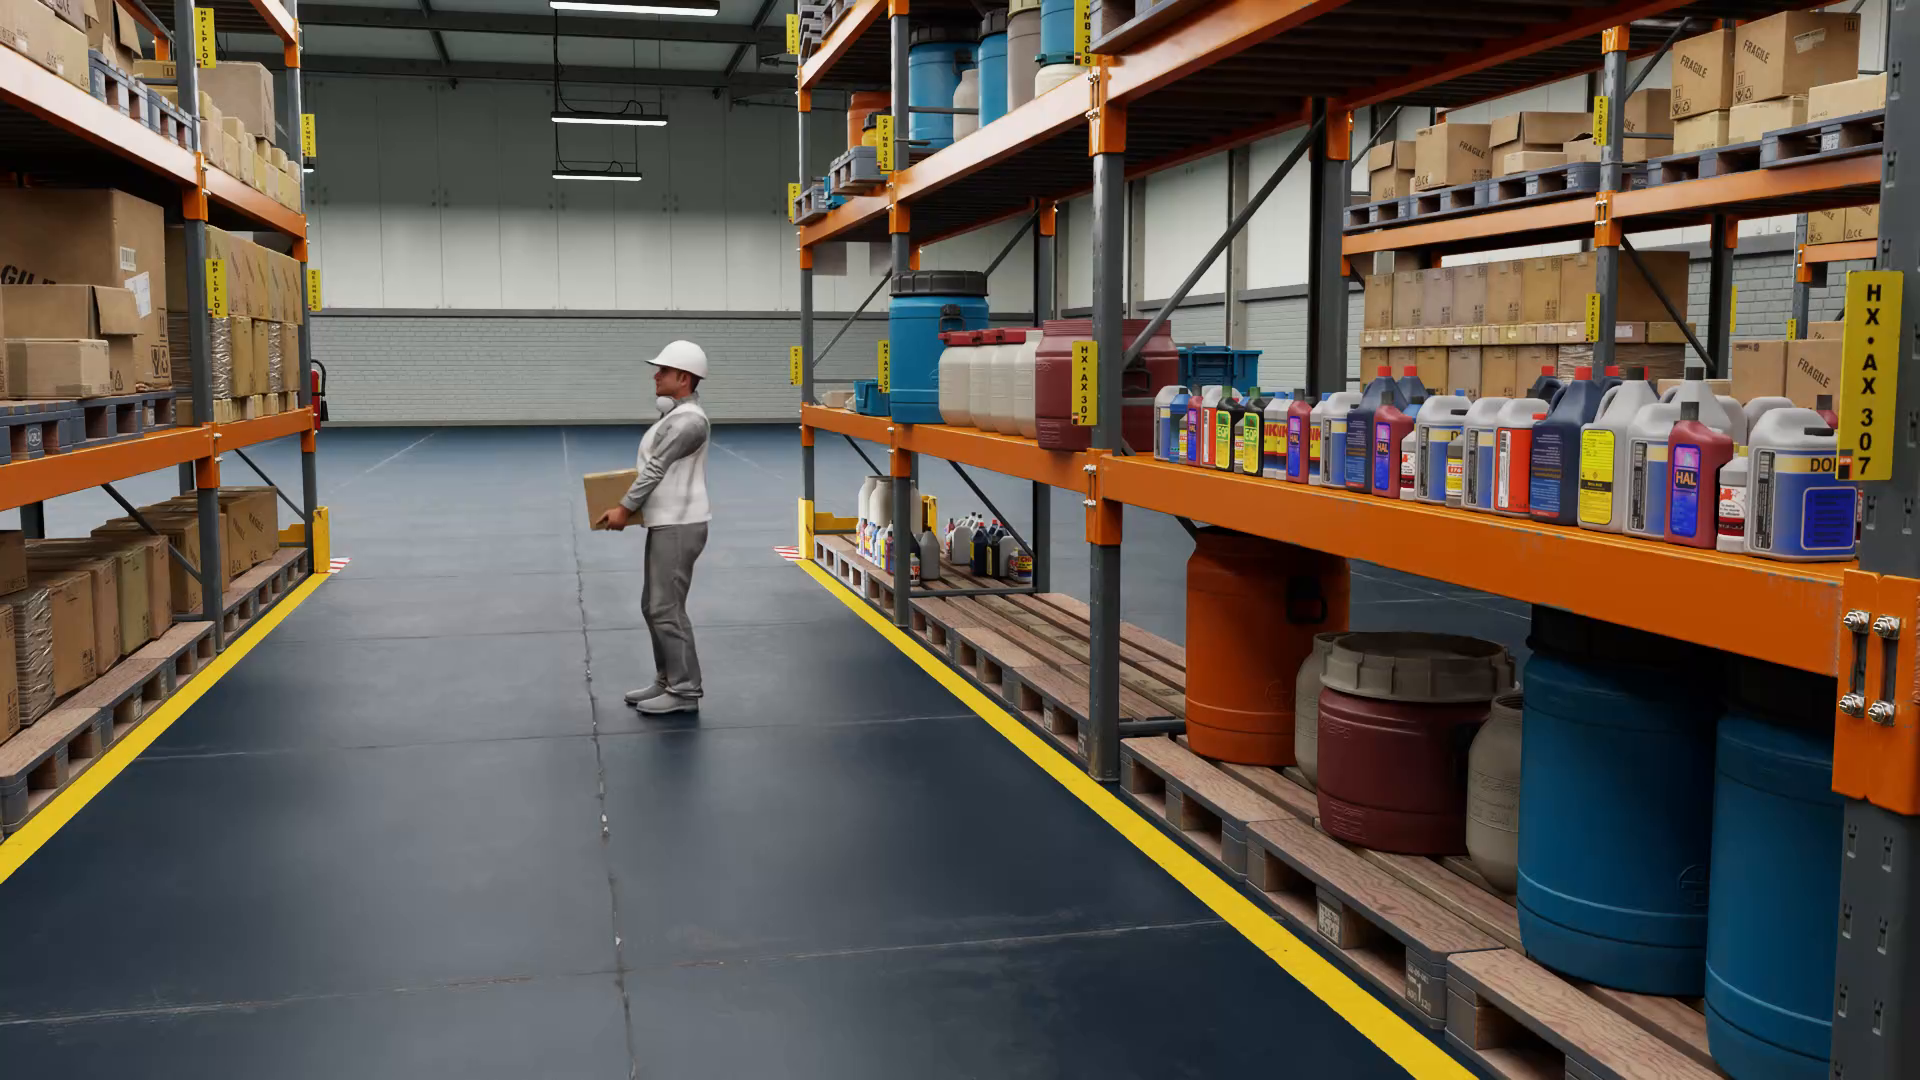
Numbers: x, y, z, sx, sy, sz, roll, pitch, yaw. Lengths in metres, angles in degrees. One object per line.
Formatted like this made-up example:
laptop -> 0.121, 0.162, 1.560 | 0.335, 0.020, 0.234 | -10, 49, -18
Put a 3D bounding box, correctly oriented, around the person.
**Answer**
person -> -1.464, -0.064, 7.956 | 0.546, 1.765, 0.494 | -1, 6, -13
